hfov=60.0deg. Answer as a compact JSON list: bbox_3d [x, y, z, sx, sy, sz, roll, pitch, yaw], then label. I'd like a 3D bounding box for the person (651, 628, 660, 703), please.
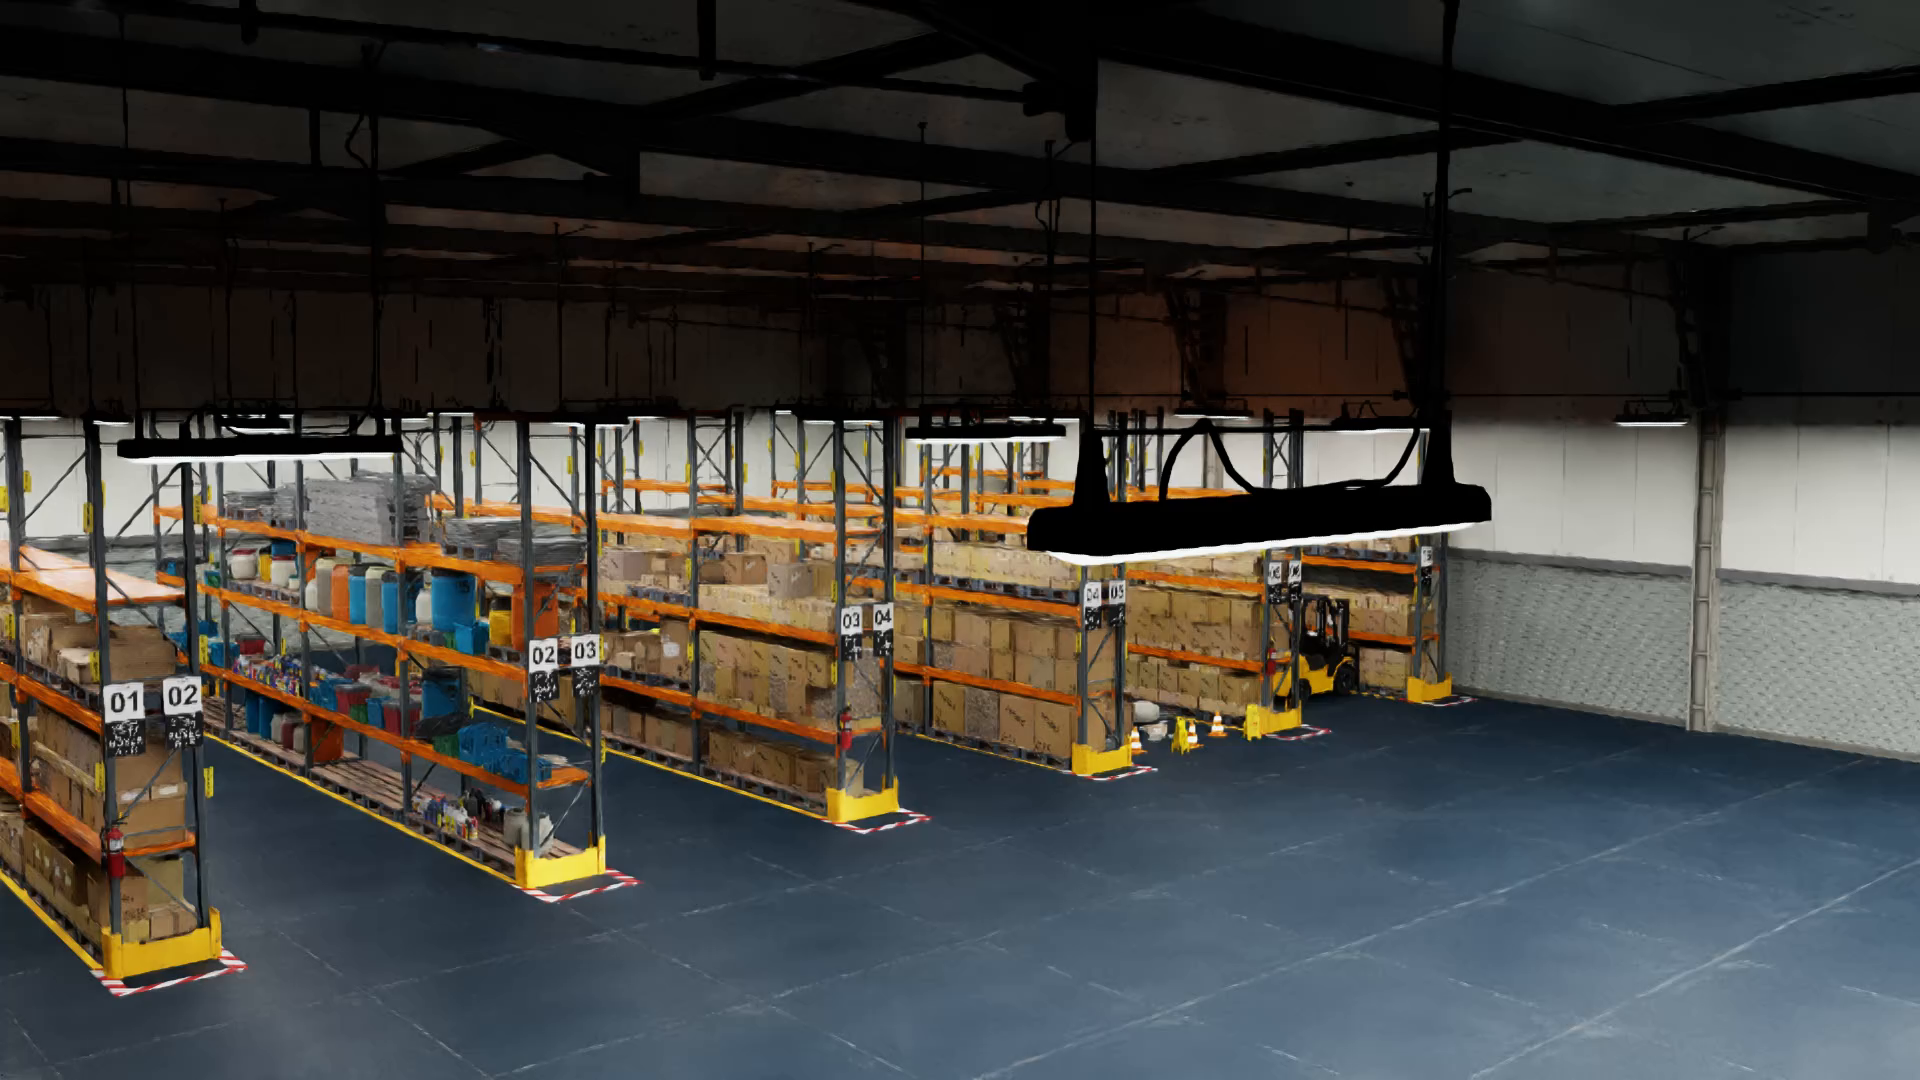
[{"bbox_3d":[-6.115,2.586,33.022,0.719,1.714,0.578,-5,7,-42],"label":"person"}]
